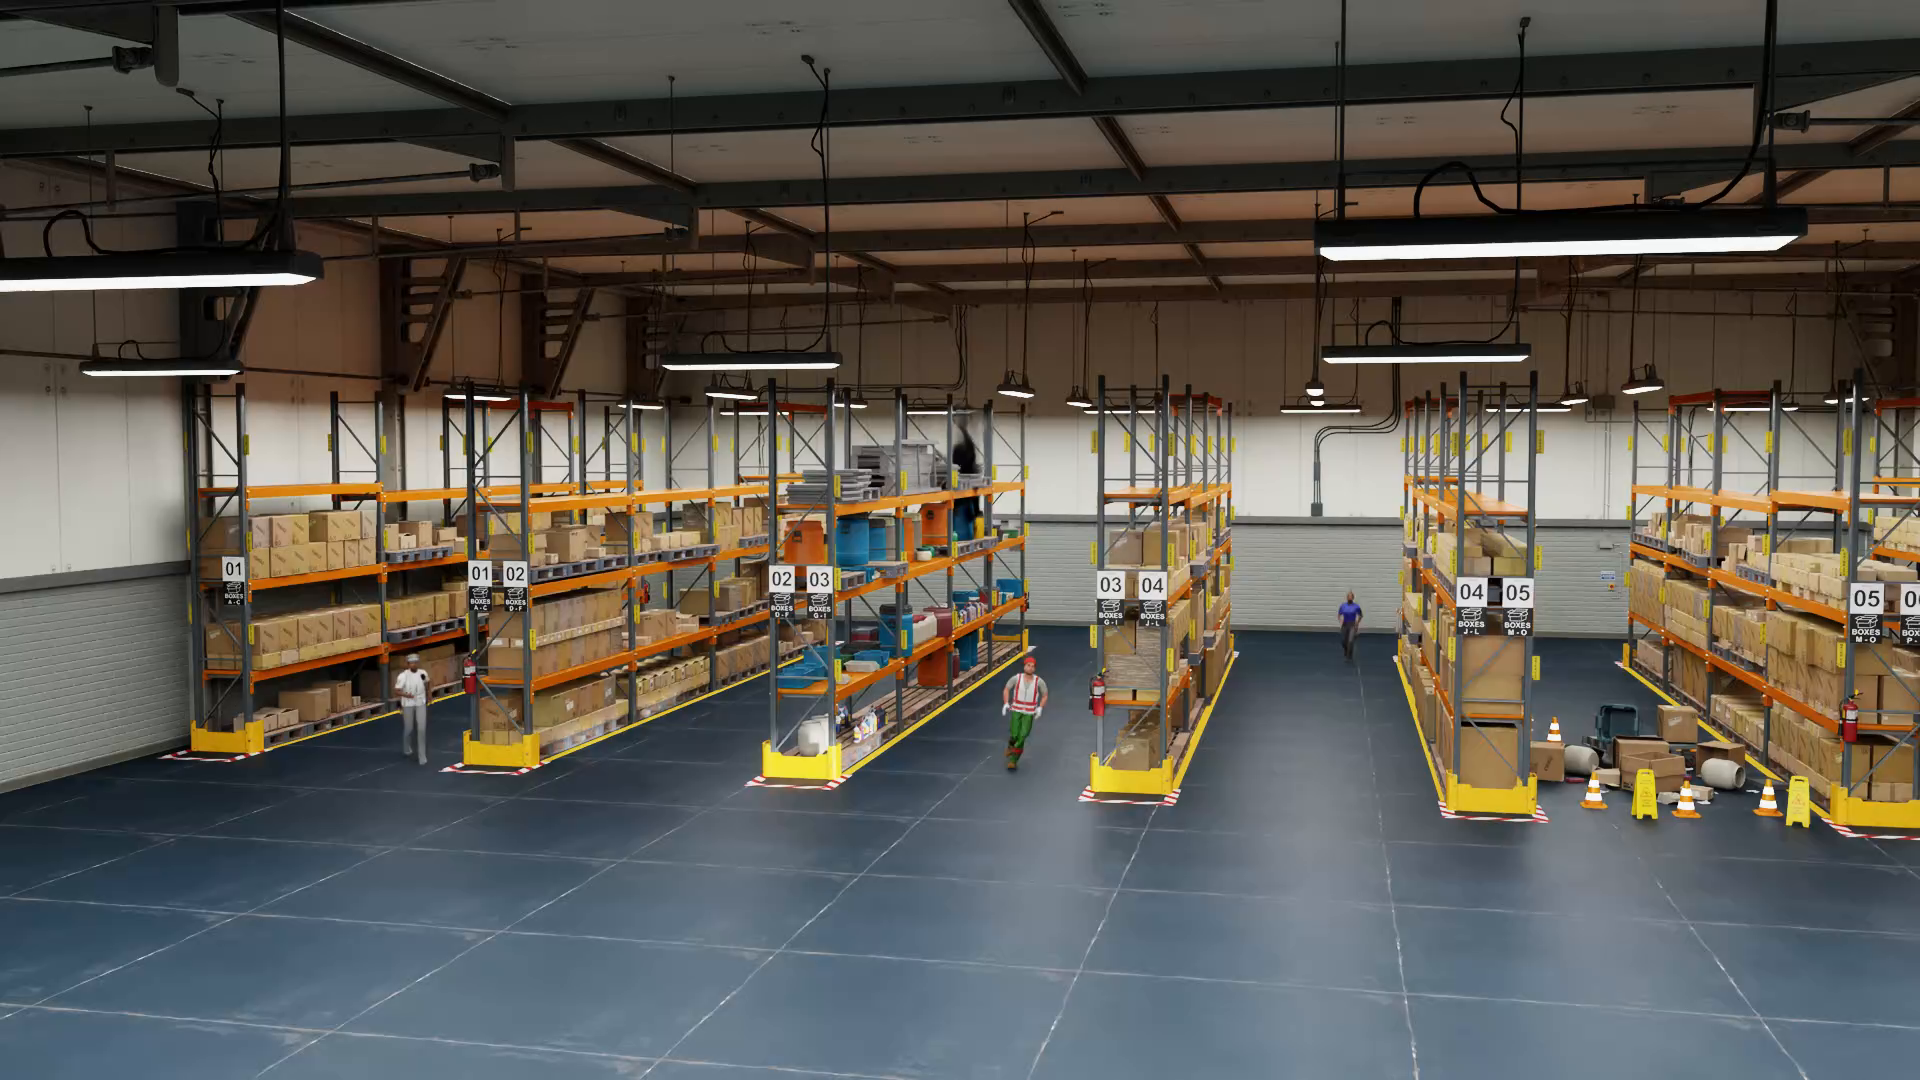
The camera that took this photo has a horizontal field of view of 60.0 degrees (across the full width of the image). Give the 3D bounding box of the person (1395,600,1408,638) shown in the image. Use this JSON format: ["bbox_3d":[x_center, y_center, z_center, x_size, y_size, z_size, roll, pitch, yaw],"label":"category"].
[{"bbox_3d":[10.712,1.890,39.808,0.581,1.695,0.661,-1,3,-13],"label":"person"}]

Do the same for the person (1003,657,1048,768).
[{"bbox_3d":[1.015,2.671,25.801,0.706,1.710,0.561,0,3,2],"label":"person"}]

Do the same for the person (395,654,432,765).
[{"bbox_3d":[-8.649,2.646,26.334,0.597,1.732,0.894,-2,4,-29],"label":"person"}]

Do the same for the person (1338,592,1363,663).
[{"bbox_3d":[8.986,2.007,38.315,0.563,1.609,0.588,1,3,19],"label":"person"}]
